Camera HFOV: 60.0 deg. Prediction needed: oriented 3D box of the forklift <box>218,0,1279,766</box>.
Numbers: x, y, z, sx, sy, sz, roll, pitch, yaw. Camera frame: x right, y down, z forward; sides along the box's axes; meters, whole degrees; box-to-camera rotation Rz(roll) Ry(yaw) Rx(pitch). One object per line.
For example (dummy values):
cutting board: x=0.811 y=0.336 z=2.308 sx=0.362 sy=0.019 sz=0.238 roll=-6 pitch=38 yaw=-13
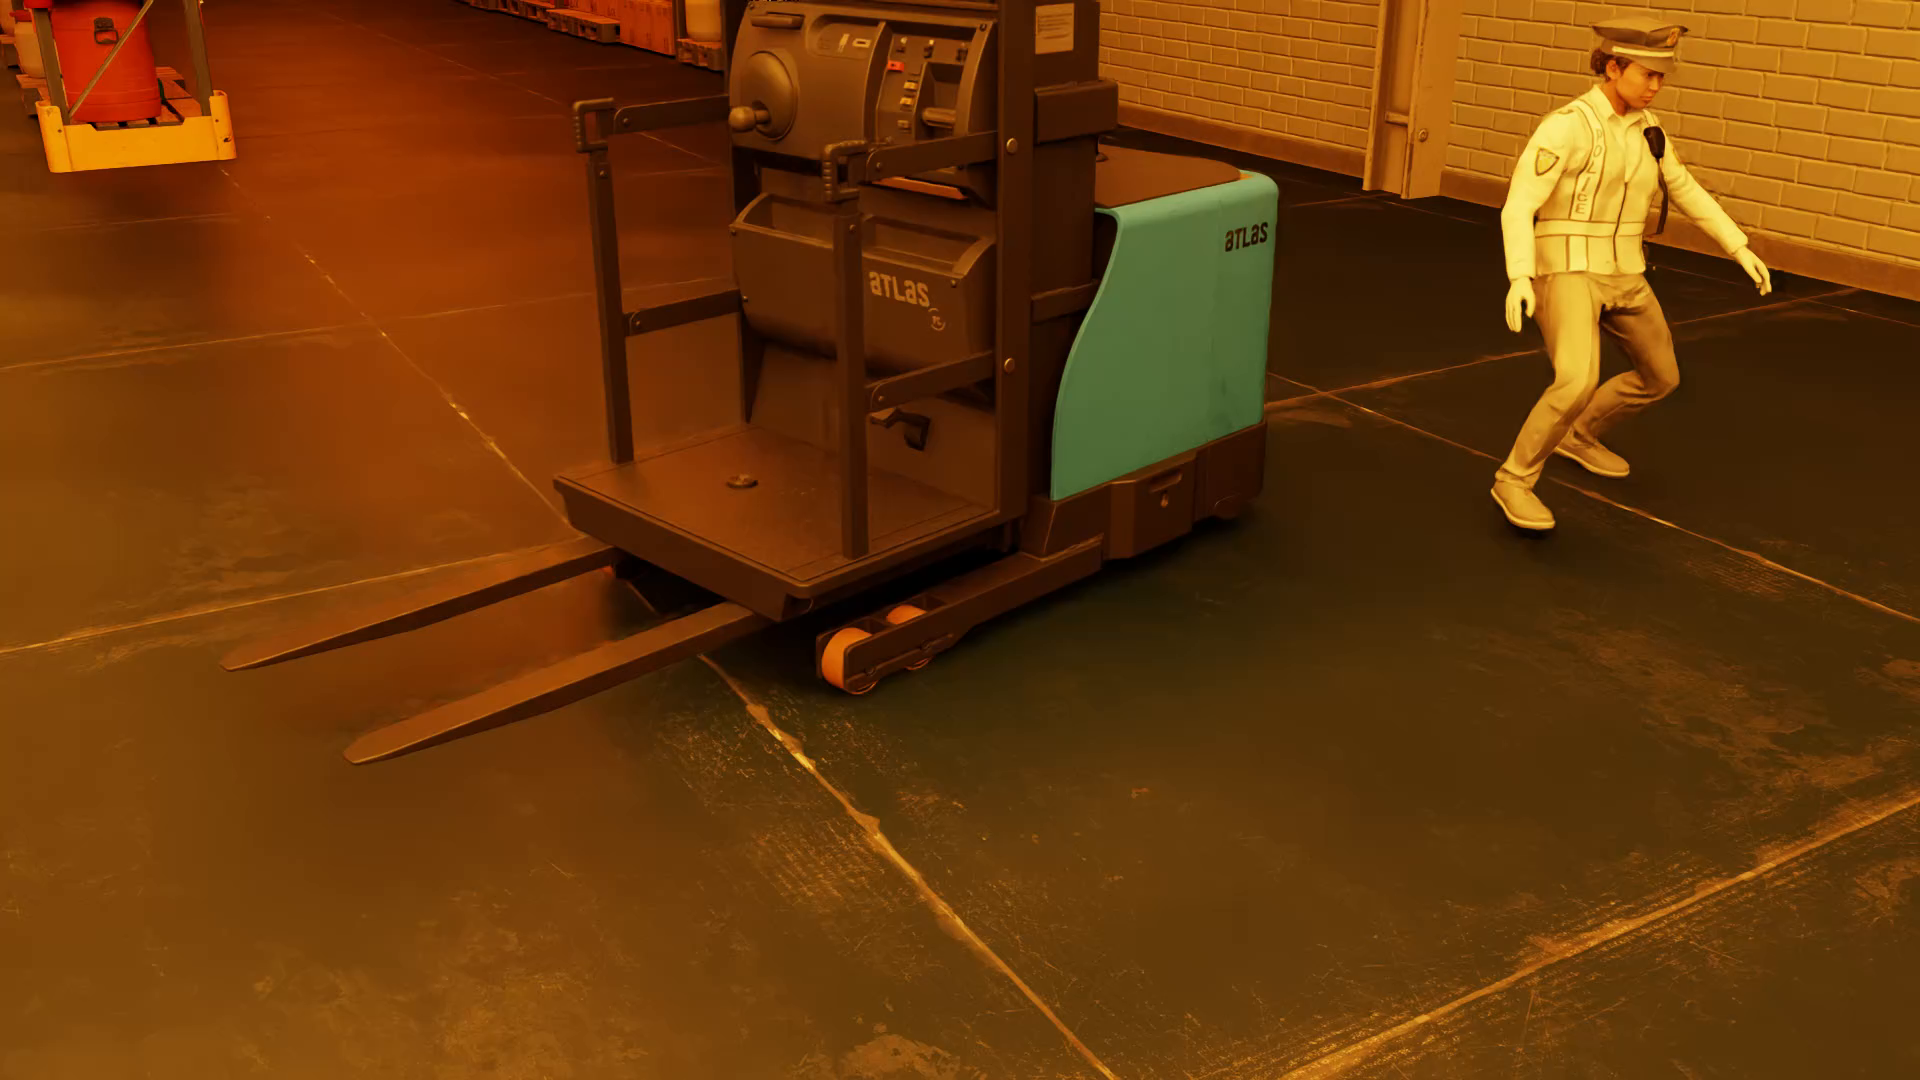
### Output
forklift: x=-0.423 y=-1.187 z=4.166 sx=1.130 sy=2.935 sz=3.031 roll=21 pitch=30 yaw=41

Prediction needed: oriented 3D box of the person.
person: x=2.009 y=-0.838 z=5.171 sx=0.882 sy=1.513 sz=0.670 roll=-9 pitch=24 yaw=-21
